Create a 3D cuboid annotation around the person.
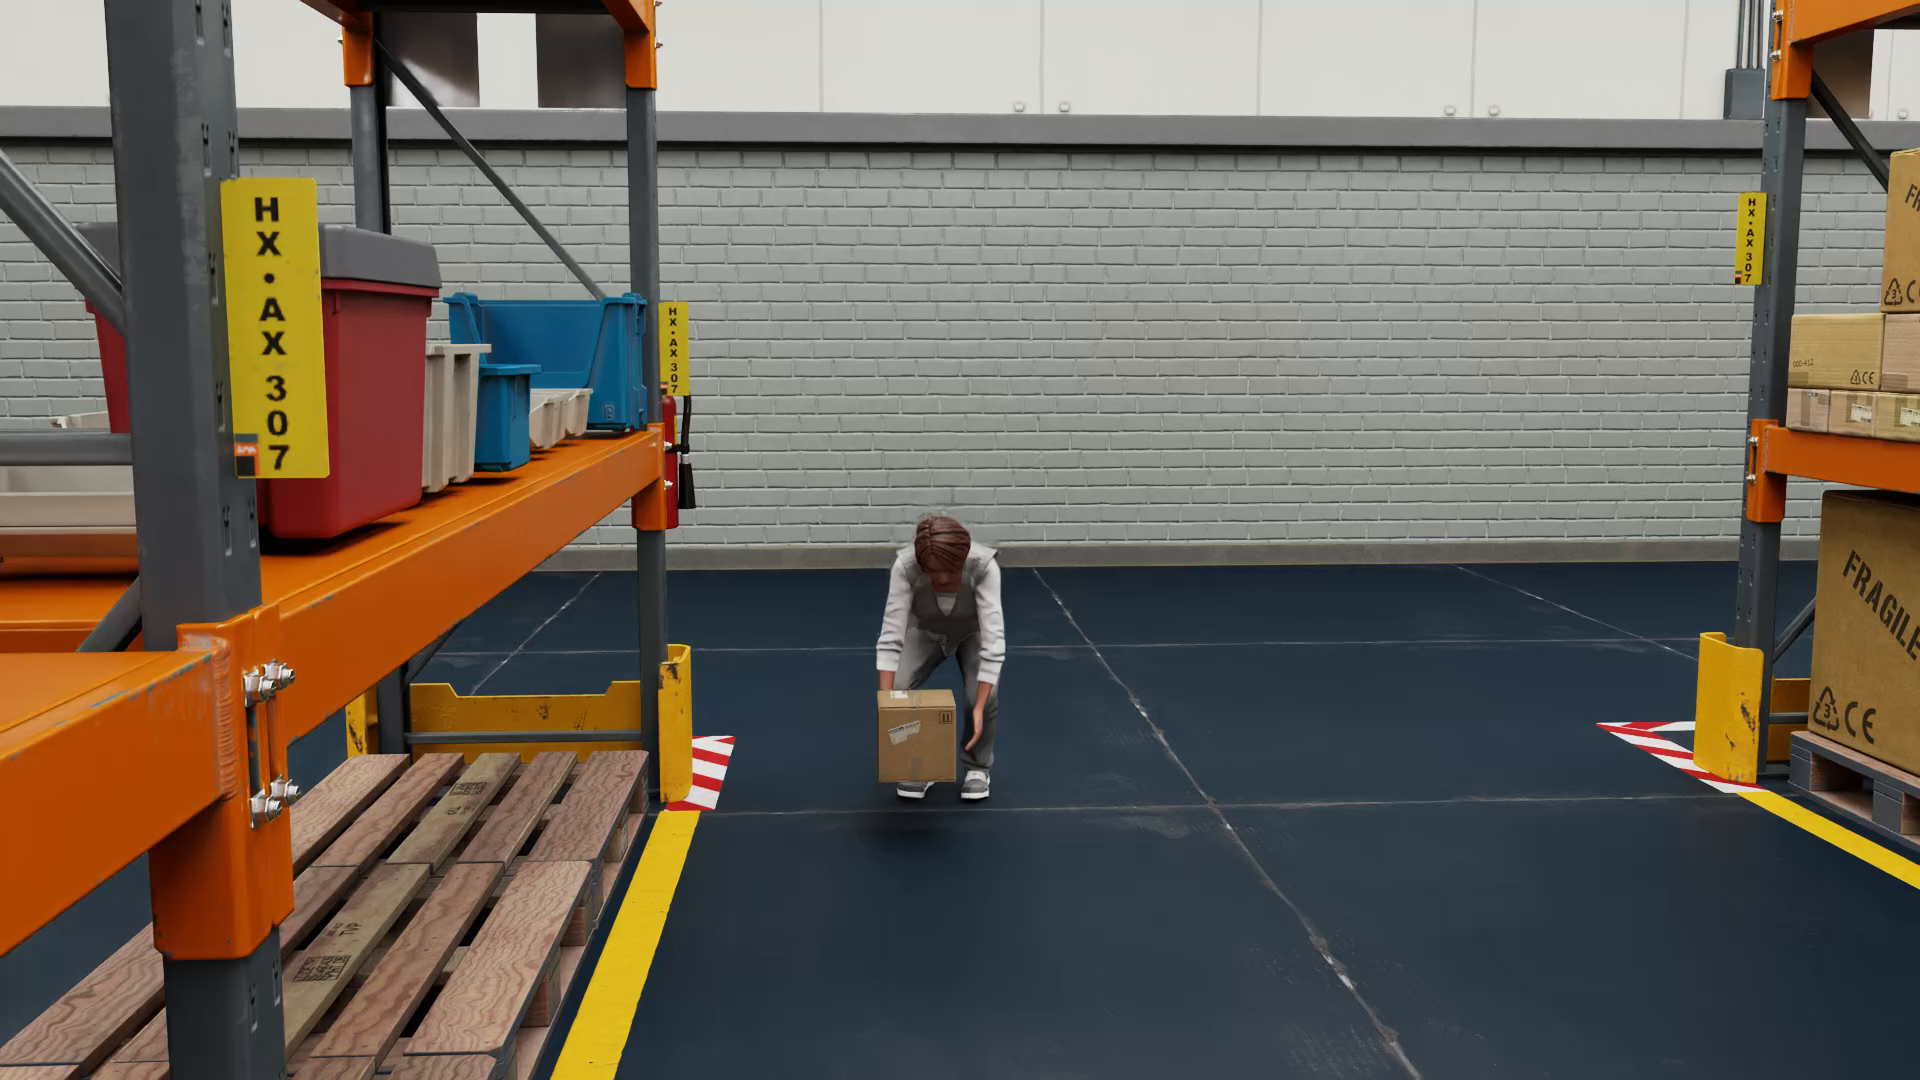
[{"bbox_3d":[-0.035,0.401,5.844,0.454,1.039,0.757,1,7,11],"label":"person"}]
